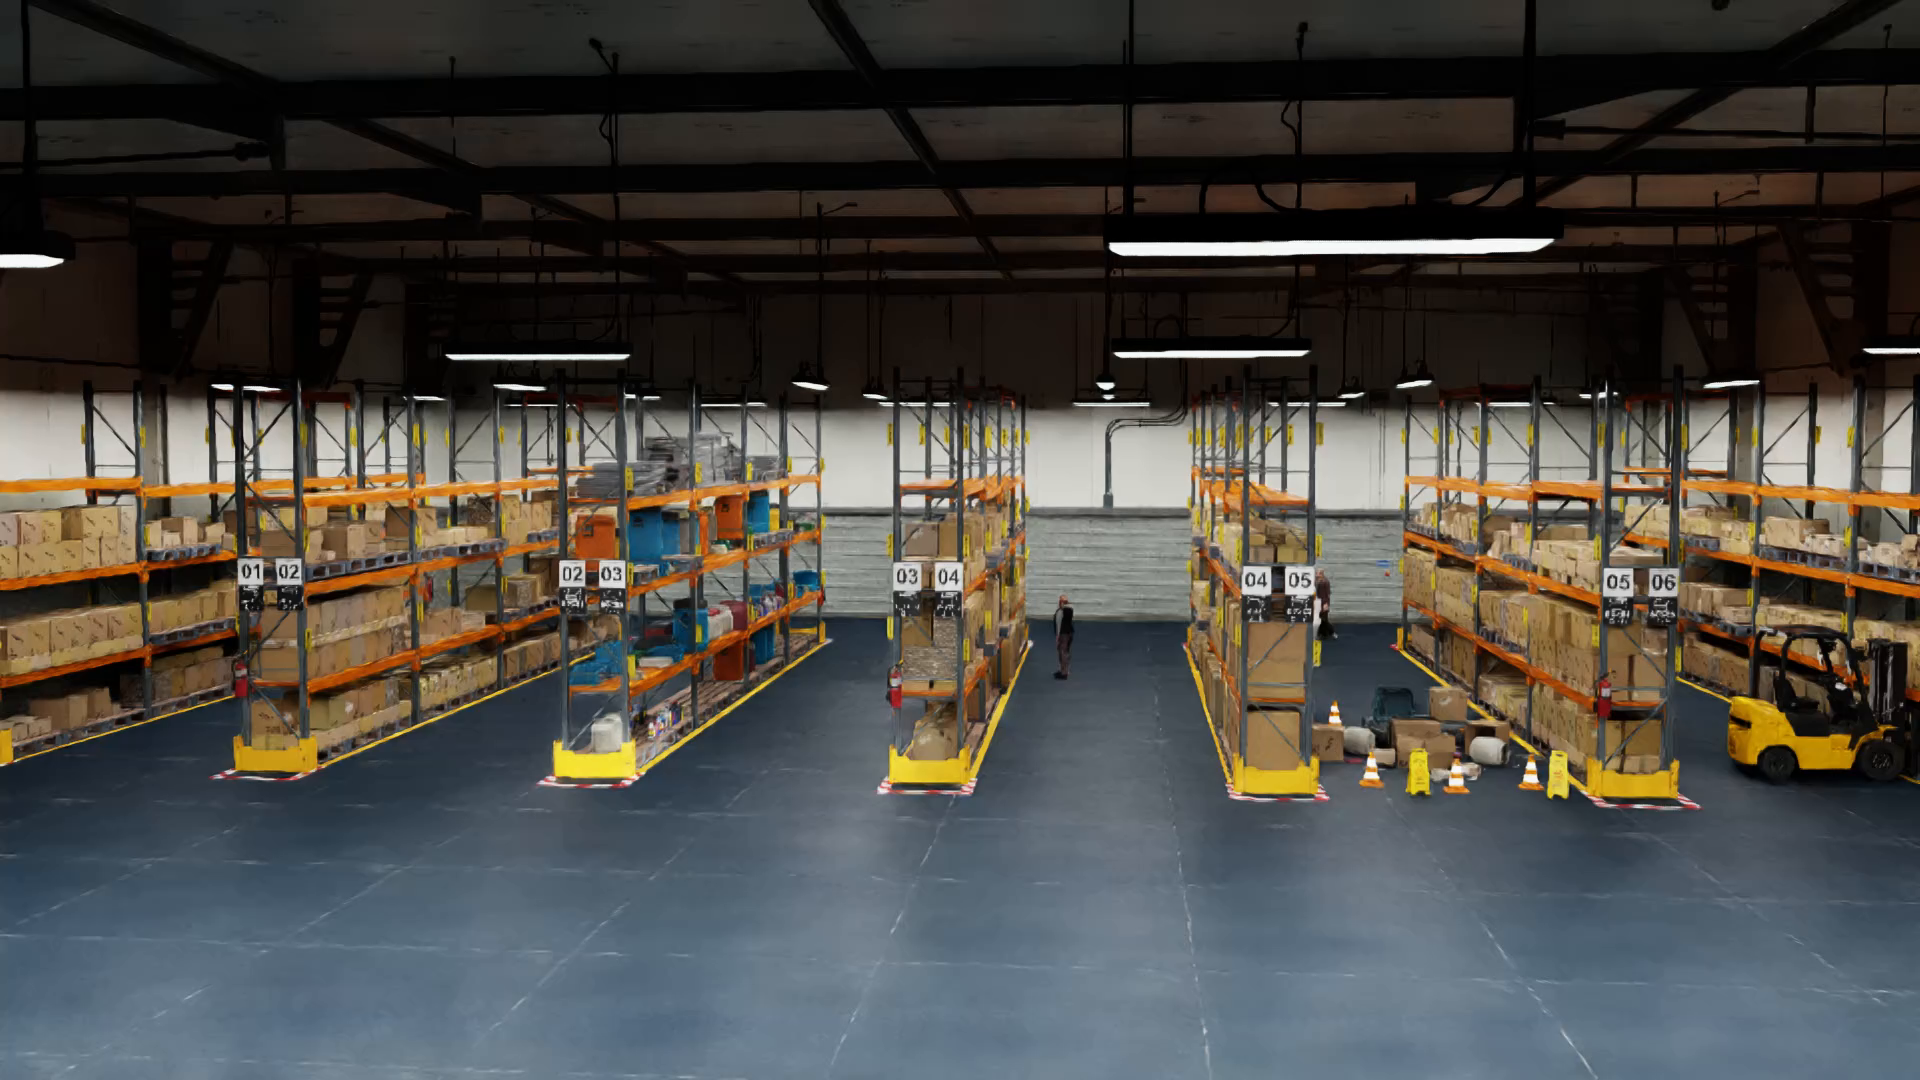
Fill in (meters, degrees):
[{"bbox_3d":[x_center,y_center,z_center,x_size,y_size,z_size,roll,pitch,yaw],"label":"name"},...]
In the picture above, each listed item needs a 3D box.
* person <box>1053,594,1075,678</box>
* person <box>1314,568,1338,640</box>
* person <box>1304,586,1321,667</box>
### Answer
[{"bbox_3d":[2.109,1.985,34.512,0.493,1.725,0.578,3,4,36],"label":"person"},{"bbox_3d":[8.946,1.571,40.836,0.526,1.765,0.753,-2,4,-27],"label":"person"},{"bbox_3d":[7.629,1.853,36.246,0.580,1.763,0.673,2,4,34],"label":"person"}]
